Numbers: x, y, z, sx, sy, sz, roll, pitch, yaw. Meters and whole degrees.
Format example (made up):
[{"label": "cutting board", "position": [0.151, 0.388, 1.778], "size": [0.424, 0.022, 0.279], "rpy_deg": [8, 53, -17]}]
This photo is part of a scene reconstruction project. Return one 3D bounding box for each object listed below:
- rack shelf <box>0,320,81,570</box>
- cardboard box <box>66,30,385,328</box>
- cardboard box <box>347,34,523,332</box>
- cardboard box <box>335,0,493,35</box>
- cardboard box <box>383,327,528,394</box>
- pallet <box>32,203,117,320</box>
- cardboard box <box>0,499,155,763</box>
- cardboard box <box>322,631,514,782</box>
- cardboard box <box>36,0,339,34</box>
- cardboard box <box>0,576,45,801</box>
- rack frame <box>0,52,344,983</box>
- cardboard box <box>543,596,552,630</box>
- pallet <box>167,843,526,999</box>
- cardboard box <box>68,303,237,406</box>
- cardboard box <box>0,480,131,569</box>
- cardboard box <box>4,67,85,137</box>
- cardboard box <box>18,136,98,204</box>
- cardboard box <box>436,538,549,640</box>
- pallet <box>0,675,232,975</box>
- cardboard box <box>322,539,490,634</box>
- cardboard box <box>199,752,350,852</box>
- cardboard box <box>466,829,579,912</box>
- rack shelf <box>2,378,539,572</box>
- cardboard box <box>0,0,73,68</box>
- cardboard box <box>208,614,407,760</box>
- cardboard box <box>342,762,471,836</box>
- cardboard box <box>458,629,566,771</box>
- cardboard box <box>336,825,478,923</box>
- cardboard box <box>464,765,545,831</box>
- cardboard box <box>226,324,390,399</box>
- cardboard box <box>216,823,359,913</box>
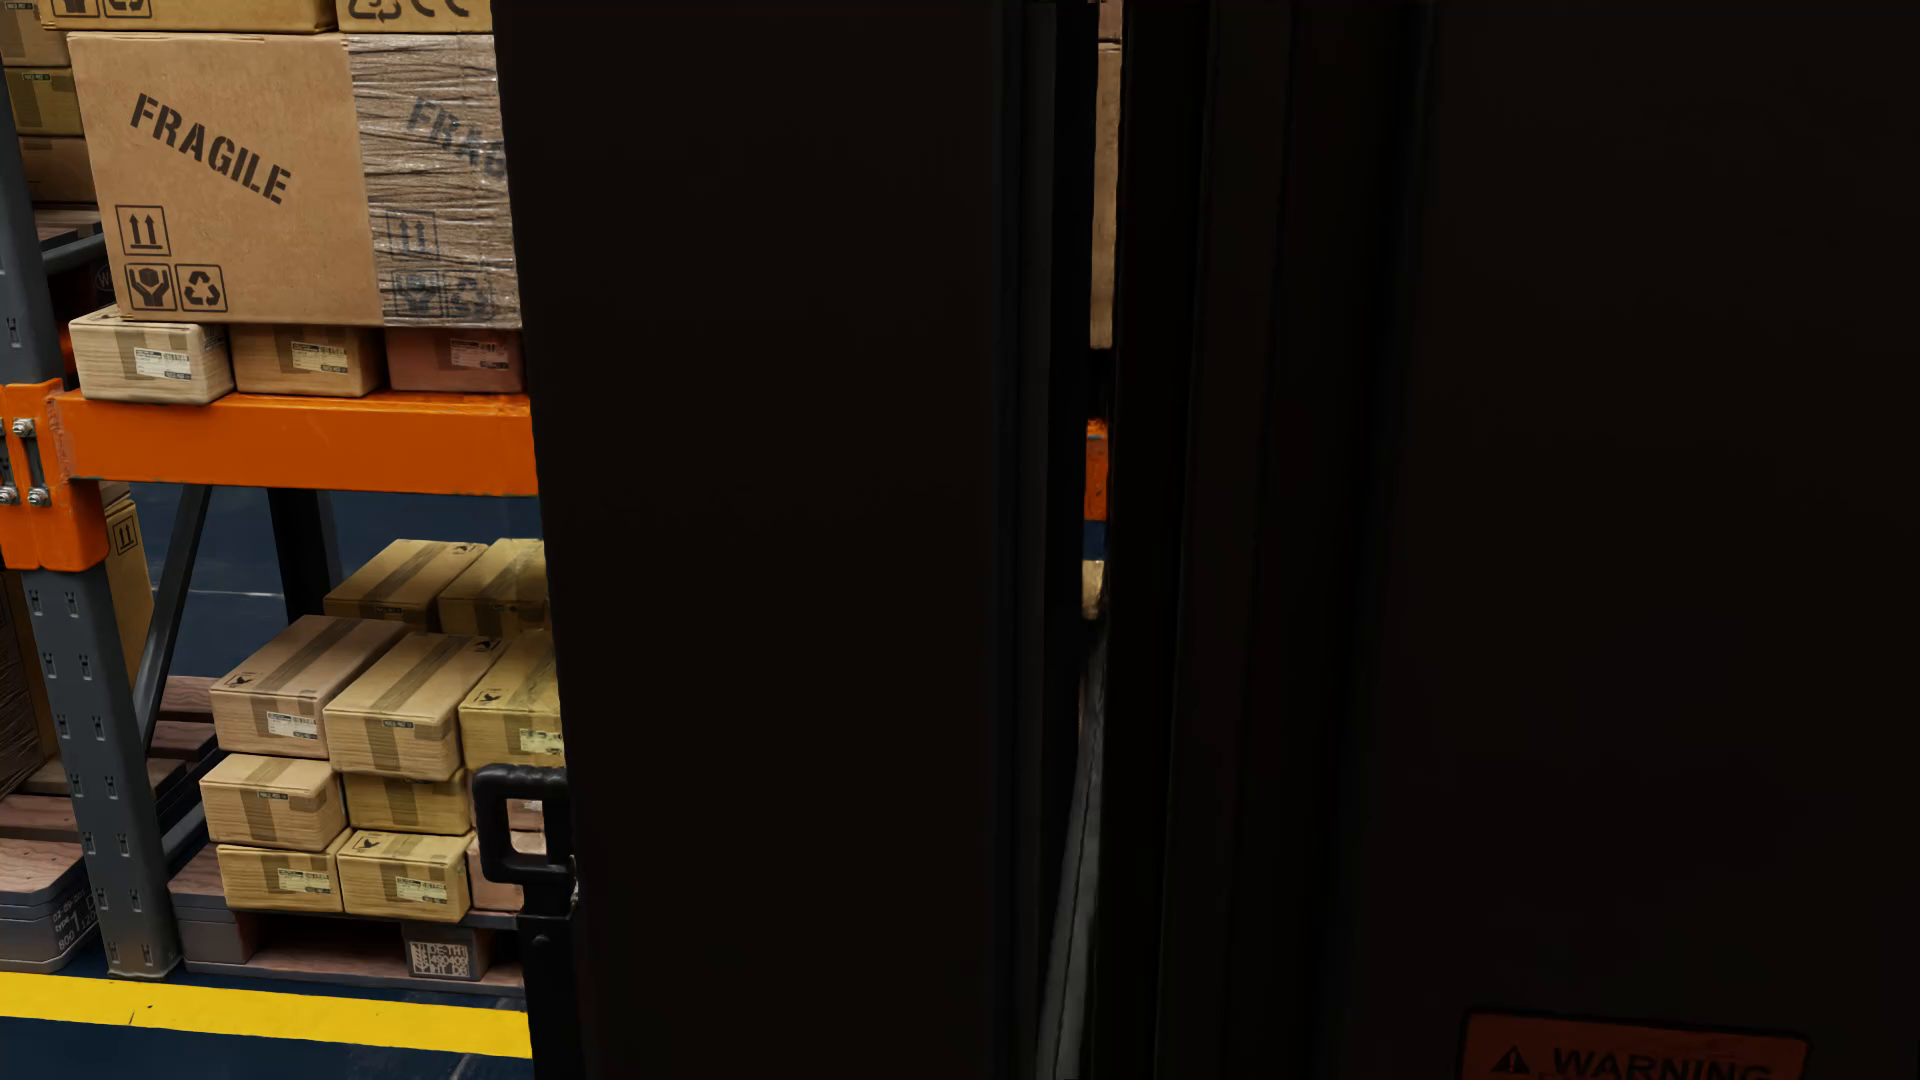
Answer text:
[{"label": "rack shelf", "position": [-3.689, -0.387, 3.818], "size": [4.000, 0.370, 1.077], "rpy_deg": [2, 22, 6]}, {"label": "cardboard box", "position": [-1.241, -0.706, 3.106], "size": [0.500, 0.500, 0.500], "rpy_deg": [2, 22, 5]}, {"label": "cardboard box", "position": [-0.748, -0.688, 3.059], "size": [0.500, 0.500, 0.500], "rpy_deg": [2, 22, 6]}, {"label": "cardboard box", "position": [-0.767, -1.160, 2.892], "size": [0.500, 0.500, 0.500], "rpy_deg": [2, 22, 5]}, {"label": "cardboard box", "position": [-0.924, -0.410, 3.239], "size": [0.250, 0.149, 0.380], "rpy_deg": [2, 22, 4]}, {"label": "pallet", "position": [-2.445, -0.632, 3.720], "size": [1.213, 0.211, 1.003], "rpy_deg": [2, 22, 6]}, {"label": "cardboard box", "position": [-2.405, 0.203, 4.175], "size": [0.500, 0.500, 0.500], "rpy_deg": [3, 22, 8]}, {"label": "cardboard box", "position": [-1.119, 0.343, 3.490], "size": [0.250, 0.149, 0.380], "rpy_deg": [4, 22, 9]}, {"label": "cardboard box", "position": [-1.283, -1.176, 2.935], "size": [0.500, 0.500, 0.500], "rpy_deg": [3, 22, 8]}, {"label": "cardboard box", "position": [-2.467, 0.392, 3.697], "size": [0.500, 0.500, 0.500], "rpy_deg": [2, 22, 5]}, {"label": "rack frame", "position": [-1.703, -0.635, 3.466], "size": [0.127, 3.000, 1.000], "rpy_deg": [2, 22, 6]}, {"label": "cardboard box", "position": [-0.812, 0.144, 3.993], "size": [0.250, 0.149, 0.380], "rpy_deg": [2, 22, 6]}, {"label": "pallet", "position": [-1.032, 0.678, 3.938], "size": [1.213, 0.211, 1.003], "rpy_deg": [2, 22, 6]}, {"label": "cardboard box", "position": [-1.460, -0.387, 3.179], "size": [0.250, 0.149, 0.380], "rpy_deg": [3, 22, 8]}, {"label": "cardboard box", "position": [-2.405, -0.145, 4.036], "size": [0.500, 0.250, 0.500], "rpy_deg": [2, 22, 4]}, {"label": "cardboard box", "position": [-2.040, -1.037, 3.849], "size": [0.250, 0.149, 0.380], "rpy_deg": [3, 22, 7]}, {"label": "cardboard box", "position": [-2.040, -0.899, 3.903], "size": [0.250, 0.149, 0.380], "rpy_deg": [1, 22, 4]}, {"label": "cardboard box", "position": [-1.060, 0.136, 4.014], "size": [0.250, 0.149, 0.380], "rpy_deg": [3, 22, 7]}, {"label": "pallet", "position": [-2.476, 0.629, 4.063], "size": [1.213, 0.211, 1.003], "rpy_deg": [2, 22, 6]}, {"label": "cardboard box", "position": [-1.319, 0.139, 4.005], "size": [0.250, 0.149, 0.380], "rpy_deg": [3, 22, 8]}, {"label": "cardboard box", "position": [-1.380, 0.490, 3.523], "size": [0.250, 0.149, 0.380], "rpy_deg": [3, 22, 9]}, {"label": "cardboard box", "position": [-0.862, 0.632, 3.568], "size": [0.250, 0.149, 0.380], "rpy_deg": [2, 22, 6]}, {"label": "rack shelf", "position": [0.283, -0.214, 3.380], "size": [4.000, 0.370, 1.077], "rpy_deg": [2, 22, 6]}, {"label": "cardboard box", "position": [-2.040, -1.175, 3.794], "size": [0.250, 0.149, 0.380], "rpy_deg": [4, 22, 9]}, {"label": "cardboard box", "position": [-1.385, 0.309, 3.575], "size": [0.250, 0.149, 0.380], "rpy_deg": [3, 22, 8]}, {"label": "cardboard box", "position": [-1.119, 0.468, 3.579], "size": [0.250, 0.149, 0.380], "rpy_deg": [3, 22, 7]}, {"label": "cardboard box", "position": [-0.862, 0.336, 3.508], "size": [0.250, 0.149, 0.380], "rpy_deg": [2, 22, 6]}, {"label": "cardboard box", "position": [-1.115, 0.640, 3.548], "size": [0.250, 0.149, 0.380], "rpy_deg": [3, 22, 8]}, {"label": "cardboard box", "position": [-0.872, 0.465, 3.585], "size": [0.250, 0.149, 0.380], "rpy_deg": [2, 22, 6]}, {"label": "cardboard box", "position": [-1.195, -0.402, 3.220], "size": [0.250, 0.149, 0.380], "rpy_deg": [3, 22, 8]}, {"label": "cardboard box", "position": [-1.379, 0.628, 3.577], "size": [0.250, 0.149, 0.380], "rpy_deg": [2, 22, 4]}]
